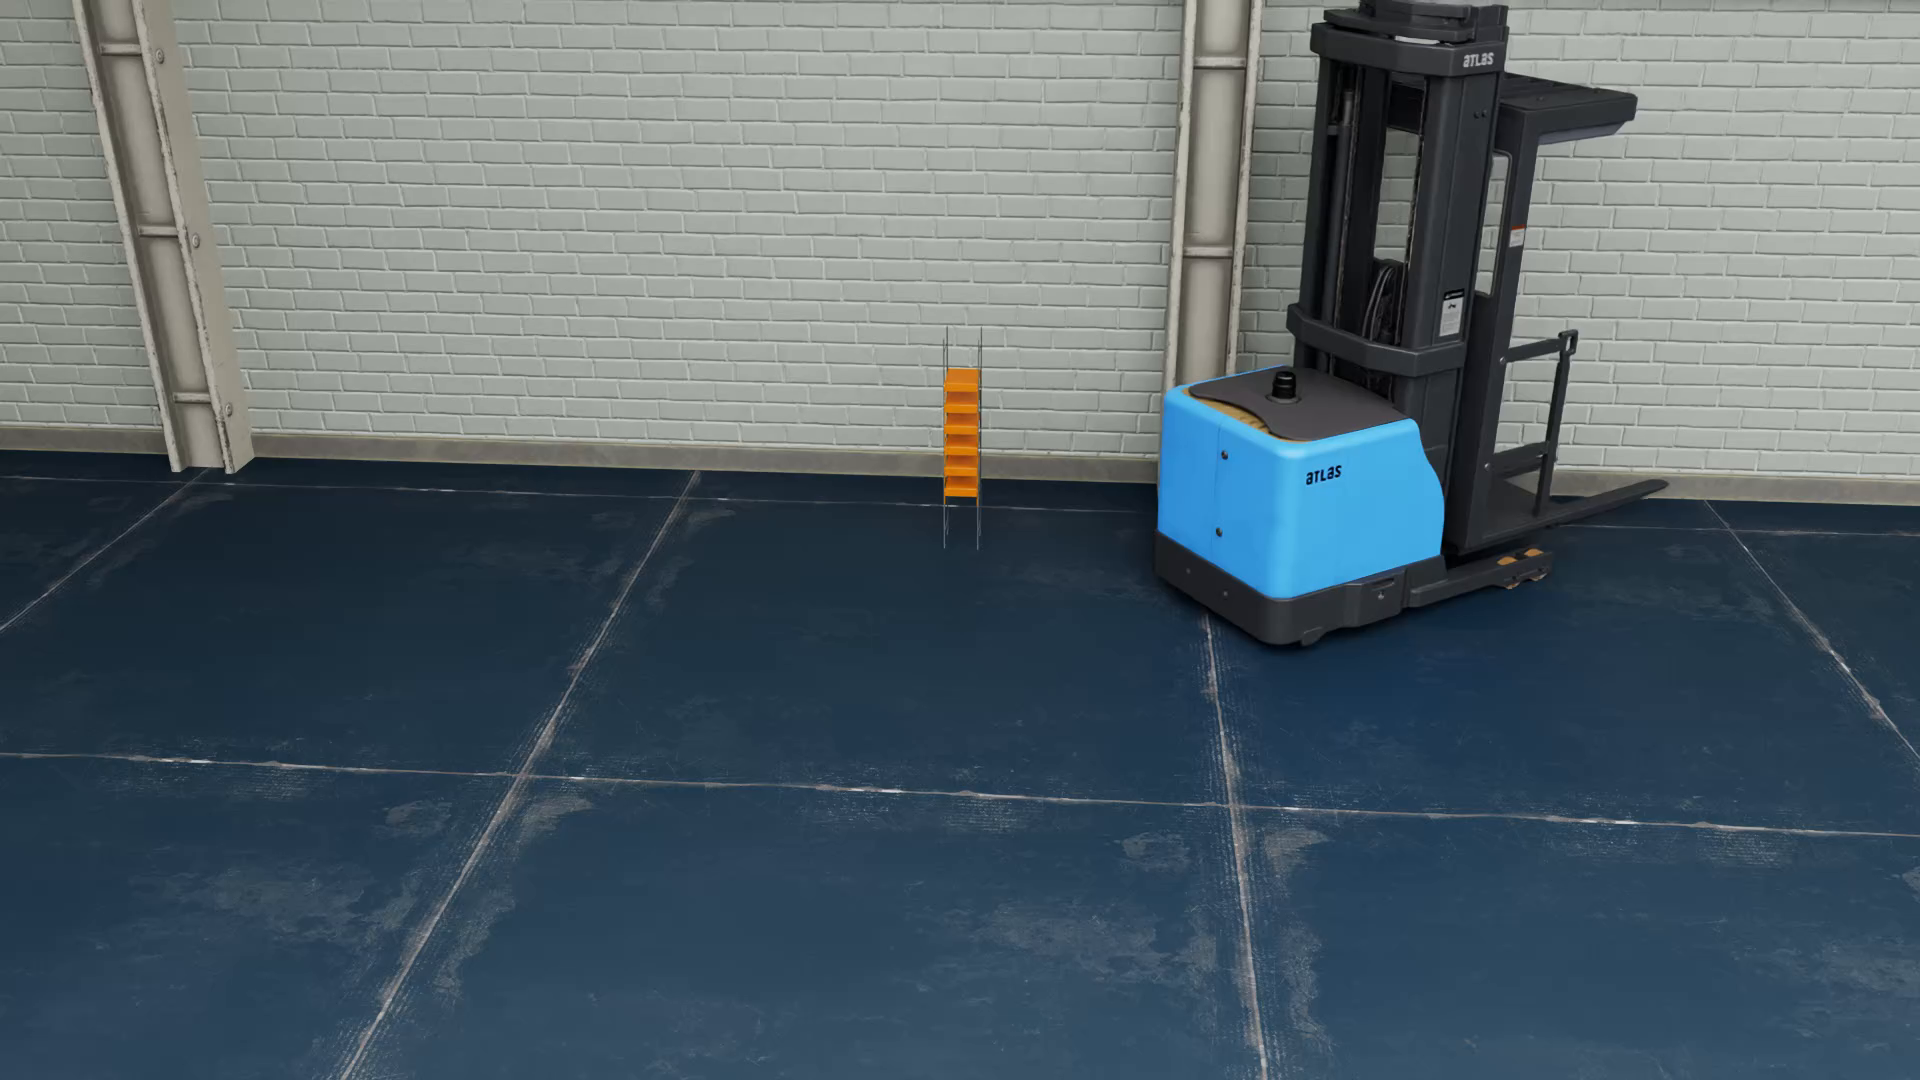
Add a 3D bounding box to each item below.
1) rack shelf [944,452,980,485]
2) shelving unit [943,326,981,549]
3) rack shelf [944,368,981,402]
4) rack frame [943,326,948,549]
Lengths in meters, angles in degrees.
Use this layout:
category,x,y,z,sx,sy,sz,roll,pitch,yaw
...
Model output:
category,x,y,z,sx,sy,sz,roll,pitch,yaw
rack shelf,0.014,-0.395,9.067,0.180,0.103,0.258,2,25,4
shelving unit,-11.026,-0.020,7.140,21.905,1.800,5.752,2,25,4
rack shelf,0.014,-0.831,8.866,0.180,0.103,0.258,2,25,4
rack frame,-0.077,-0.548,9.005,0.006,1.200,0.240,2,25,4
